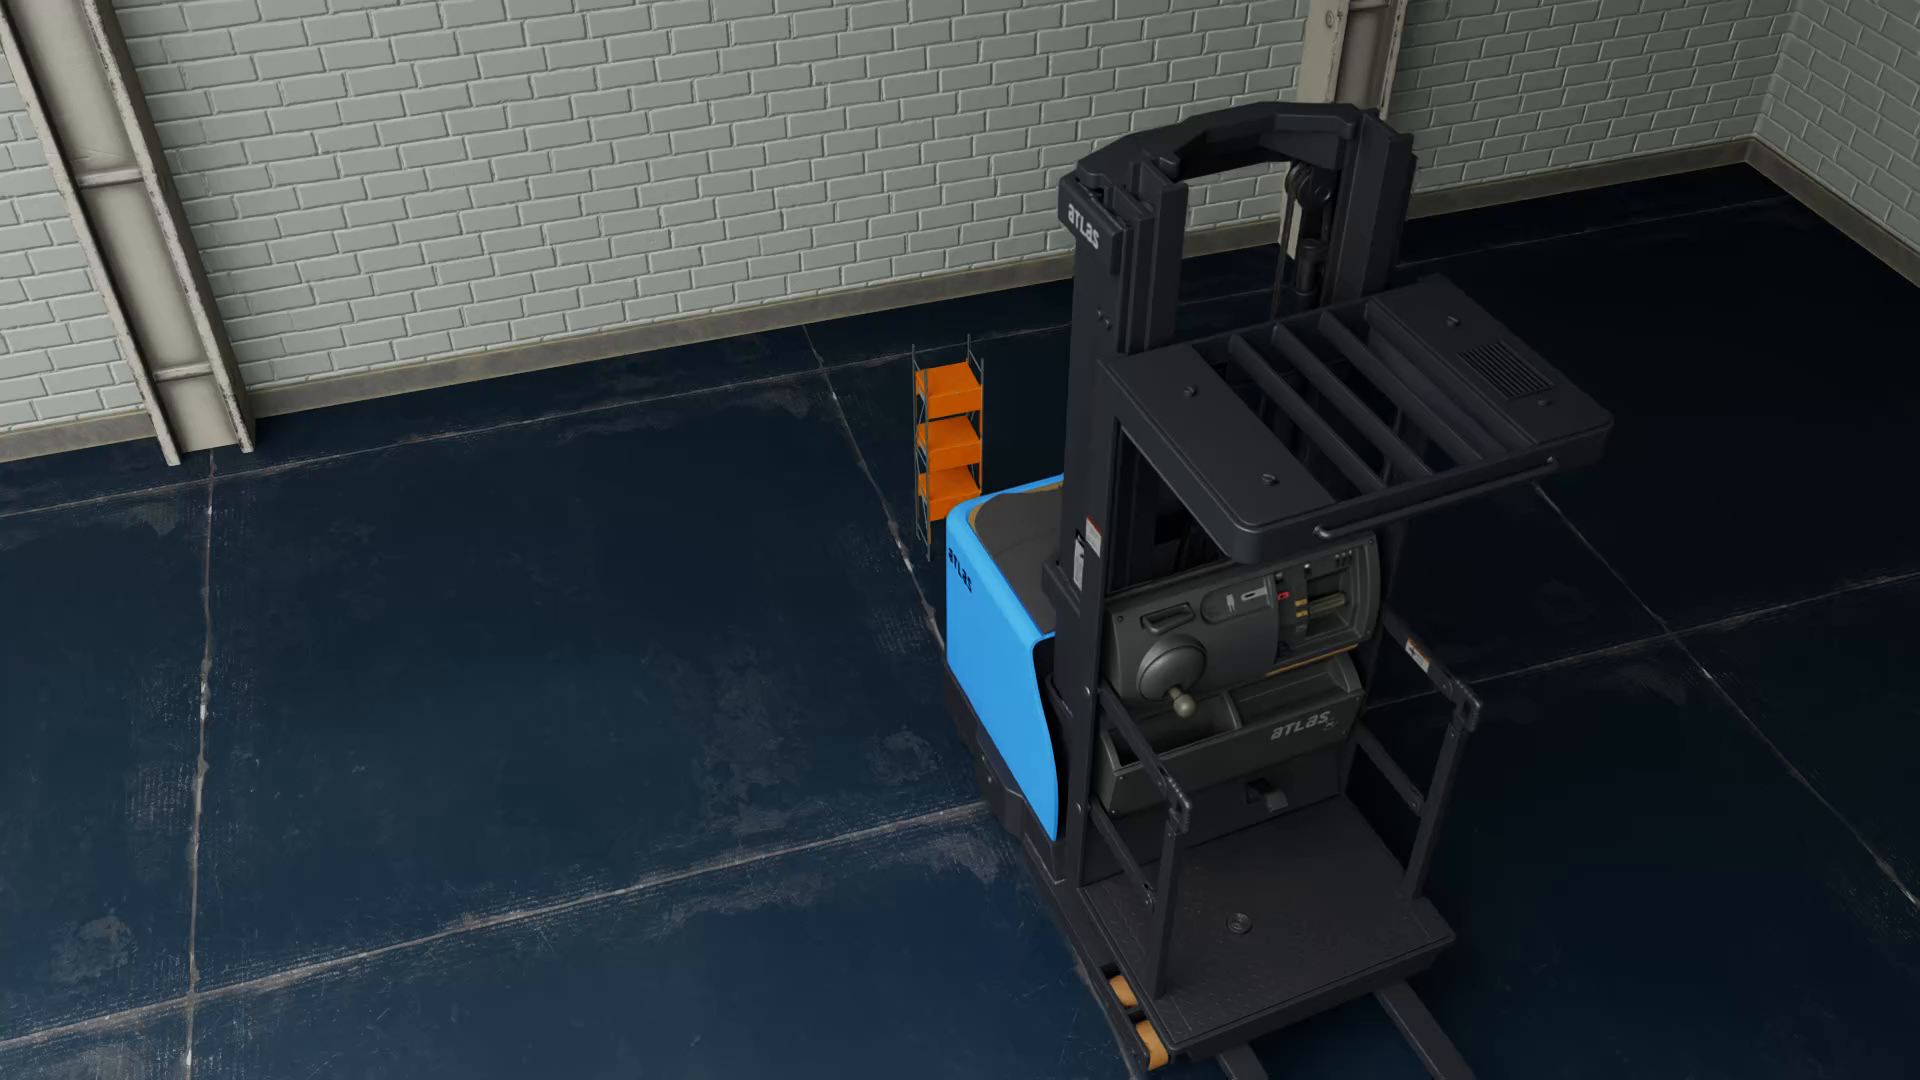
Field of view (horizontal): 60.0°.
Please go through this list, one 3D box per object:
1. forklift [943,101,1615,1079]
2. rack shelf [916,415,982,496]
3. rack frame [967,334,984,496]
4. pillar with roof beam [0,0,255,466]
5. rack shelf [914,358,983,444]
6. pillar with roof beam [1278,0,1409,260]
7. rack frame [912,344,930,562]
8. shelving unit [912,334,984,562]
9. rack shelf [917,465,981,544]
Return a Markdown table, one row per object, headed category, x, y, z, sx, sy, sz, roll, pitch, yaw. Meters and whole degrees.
| category | x | y | z | sx | sy | sz | roll | pitch | yaw |
| --- | --- | --- | --- | --- | --- | --- | --- | --- | --- |
| forklift | 0.976 | 0.343 | 4.979 | 1.130 | 2.935 | 3.031 | -16 | 44 | -17 |
| rack shelf | -0.051 | -0.377 | 7.249 | 0.240 | 0.259 | 0.215 | -12 | 42 | -13 |
| rack frame | 0.065 | -0.409 | 7.270 | 0.008 | 1.050 | 0.200 | -12 | 42 | -13 |
| pillar with roof beam | -2.376 | -1.179 | 2.109 | 0.400 | 9.000 | 9.100 | -12 | 42 | -13 |
| rack shelf | -0.051 | -0.590 | 7.062 | 0.240 | 0.259 | 0.215 | -12 | 42 | -13 |
| pillar with roof beam | 3.347 | -2.364 | 3.466 | 0.400 | 9.000 | 9.100 | -12 | 42 | -13 |
| rack frame | -0.167 | -0.361 | 7.214 | 0.008 | 1.050 | 0.200 | -12 | 42 | -13 |
| shelving unit | -0.051 | -0.385 | 7.242 | 0.252 | 1.050 | 0.215 | -12 | 42 | -13 |
| rack shelf | -0.051 | -0.168 | 7.432 | 0.240 | 0.259 | 0.215 | -12 | 42 | -13 |
